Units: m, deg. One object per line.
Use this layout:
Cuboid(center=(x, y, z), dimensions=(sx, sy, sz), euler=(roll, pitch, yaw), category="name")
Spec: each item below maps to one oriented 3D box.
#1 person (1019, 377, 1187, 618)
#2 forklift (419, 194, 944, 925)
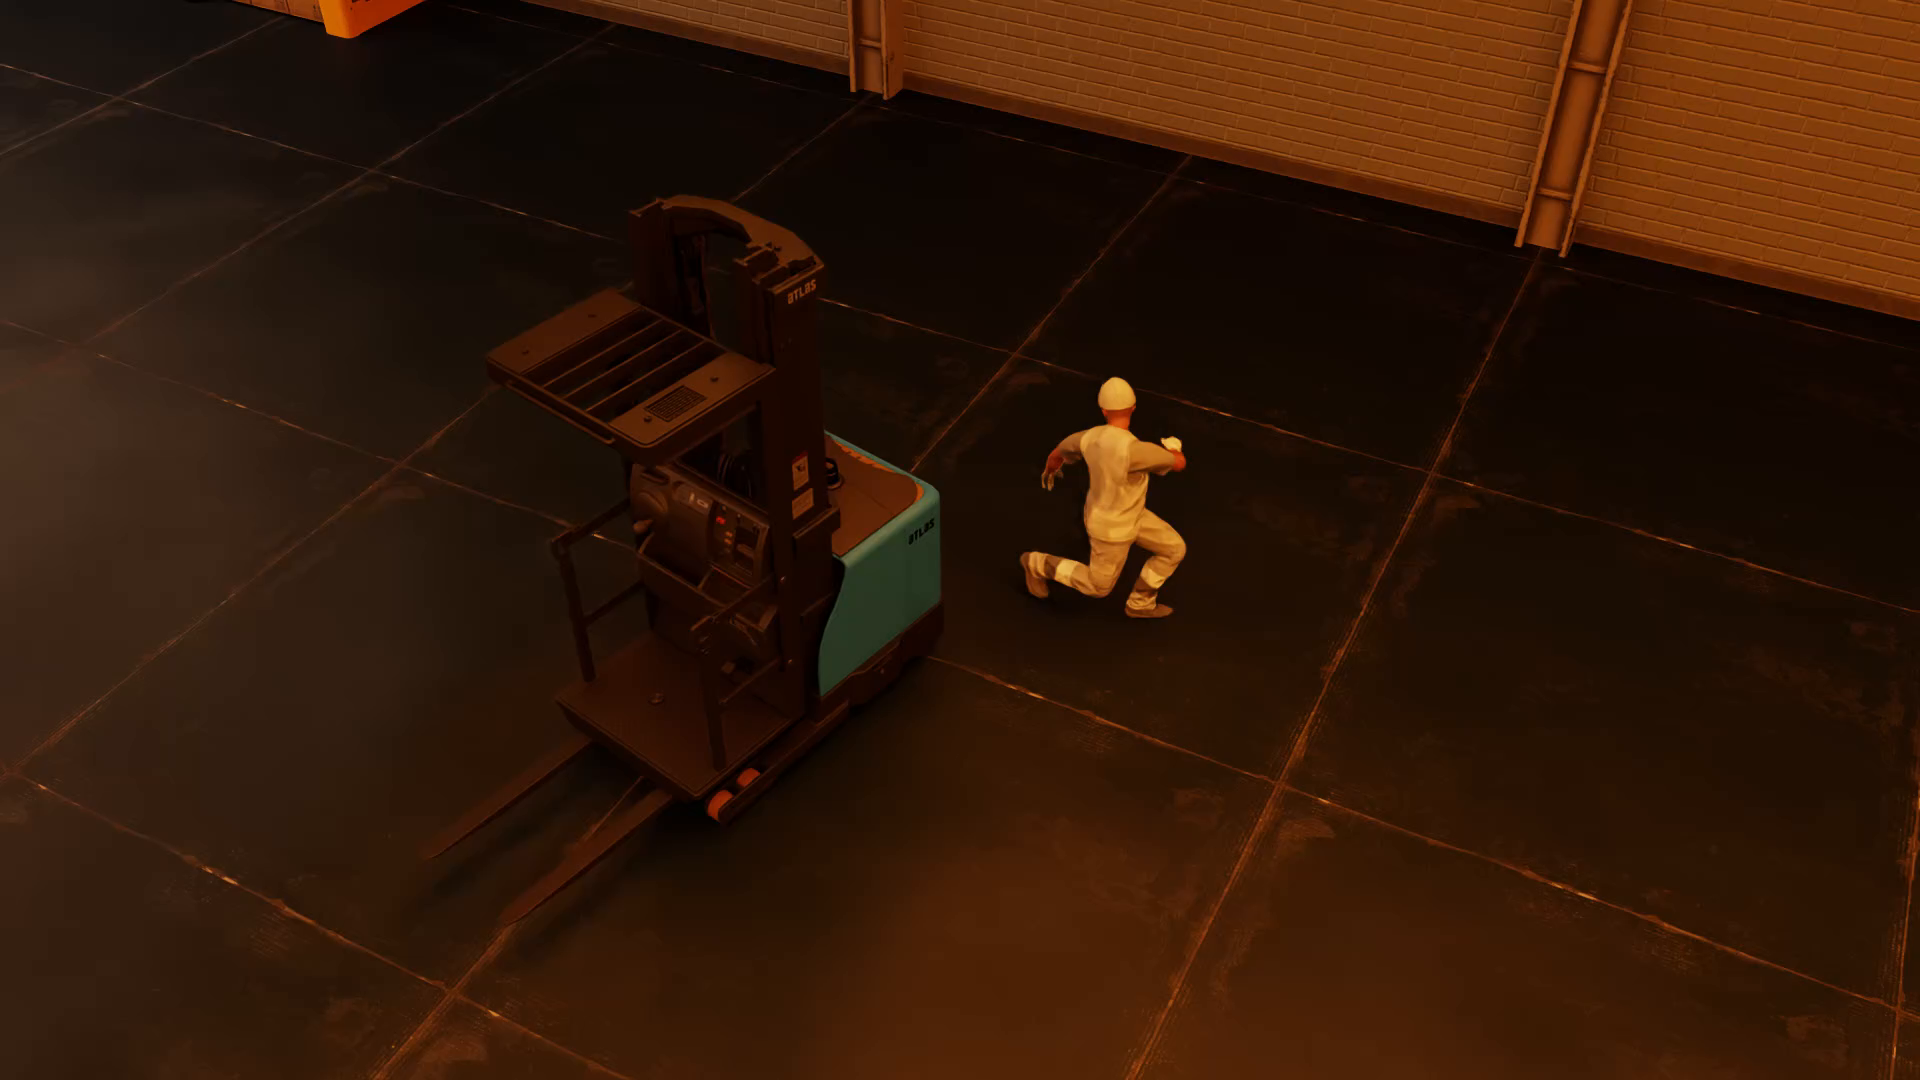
Cuboid(center=(0.822, -0.234, 9.400), dimensions=(0.952, 1.541, 0.686), euler=(1, 40, 2), category="person")
Cuboid(center=(-1.416, -0.037, 8.031), dimensions=(1.130, 2.935, 3.031), euler=(28, 47, 29), category="forklift")
